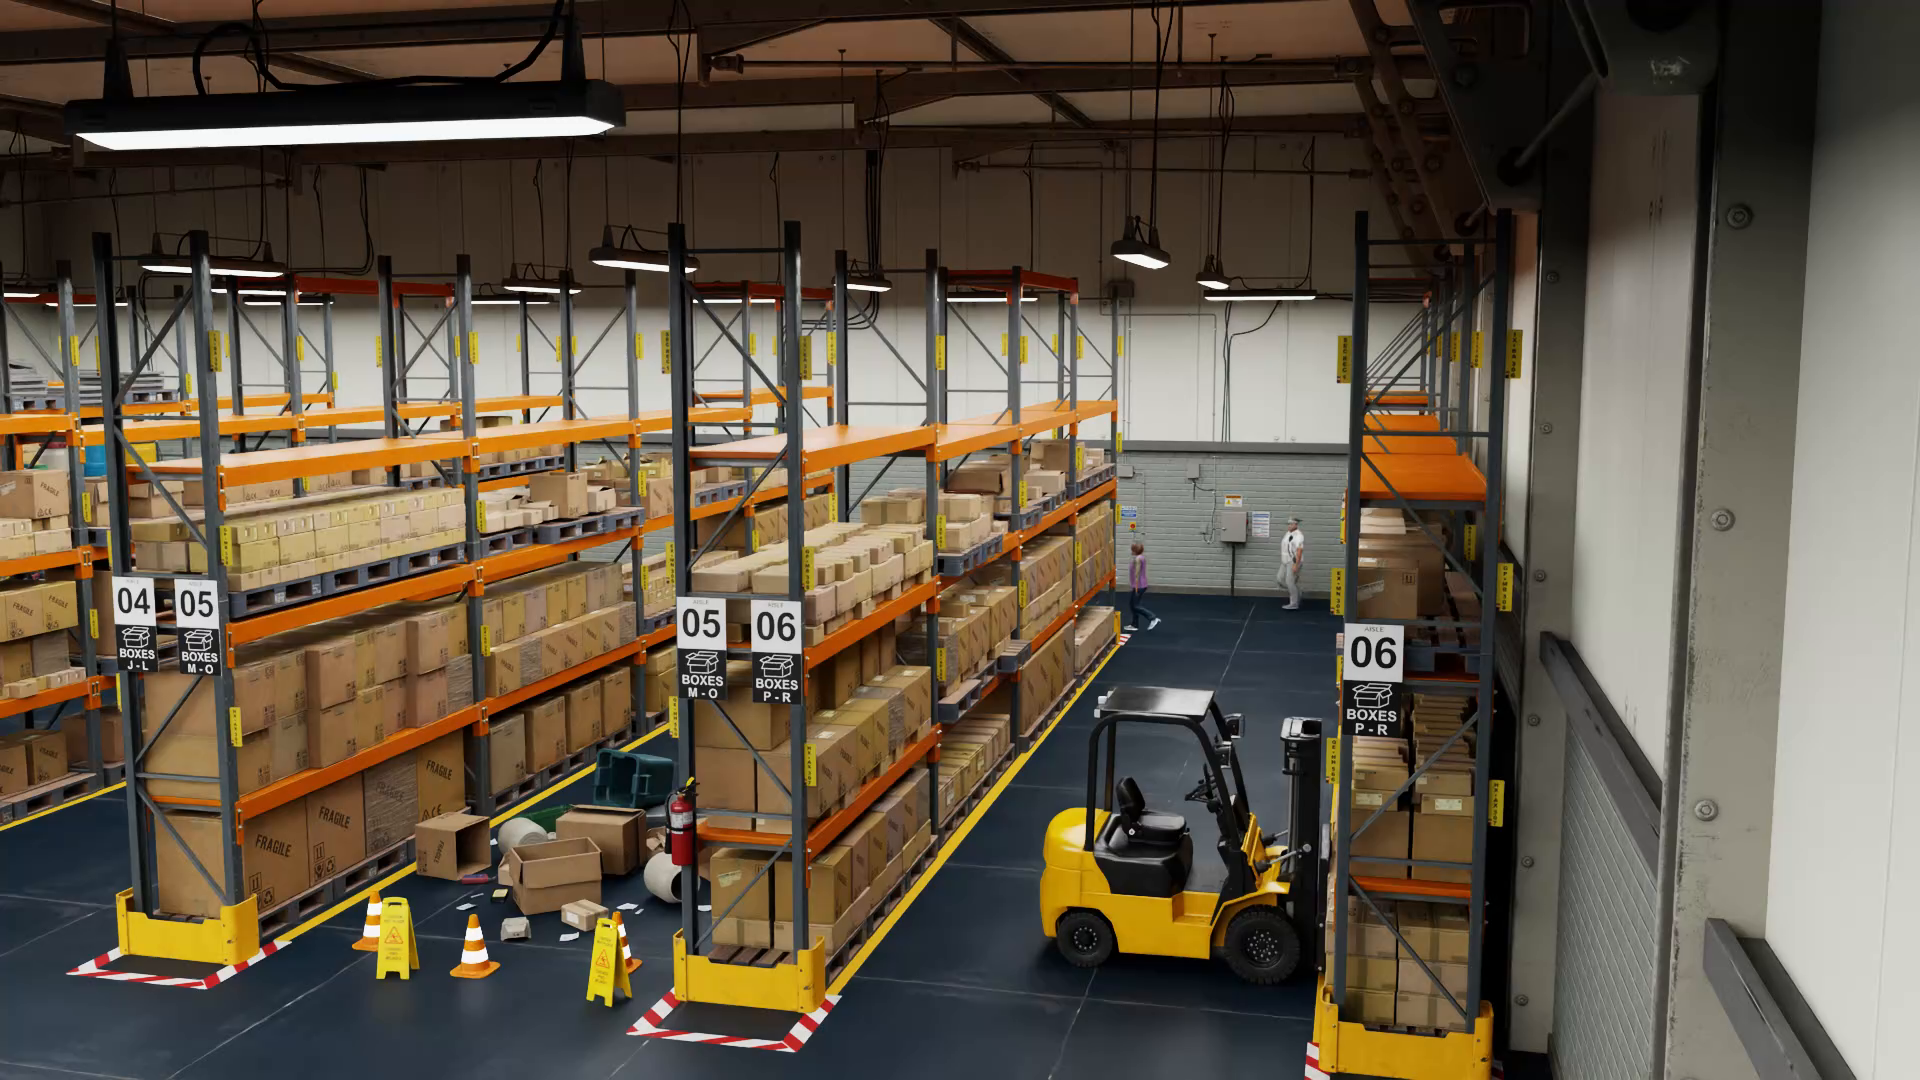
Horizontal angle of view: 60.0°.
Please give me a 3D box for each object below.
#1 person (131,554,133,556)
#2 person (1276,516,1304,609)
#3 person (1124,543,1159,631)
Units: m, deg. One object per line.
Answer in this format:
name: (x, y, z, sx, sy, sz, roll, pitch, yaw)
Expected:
person: (-17.480, 0.046, 35.269, 0.455, 1.639, 0.854, -5, 9, -36)
person: (6.297, 0.425, 31.577, 0.473, 1.774, 0.576, -1, 7, -9)
person: (3.165, 0.834, 29.129, 0.663, 1.581, 0.487, 3, 7, 20)
